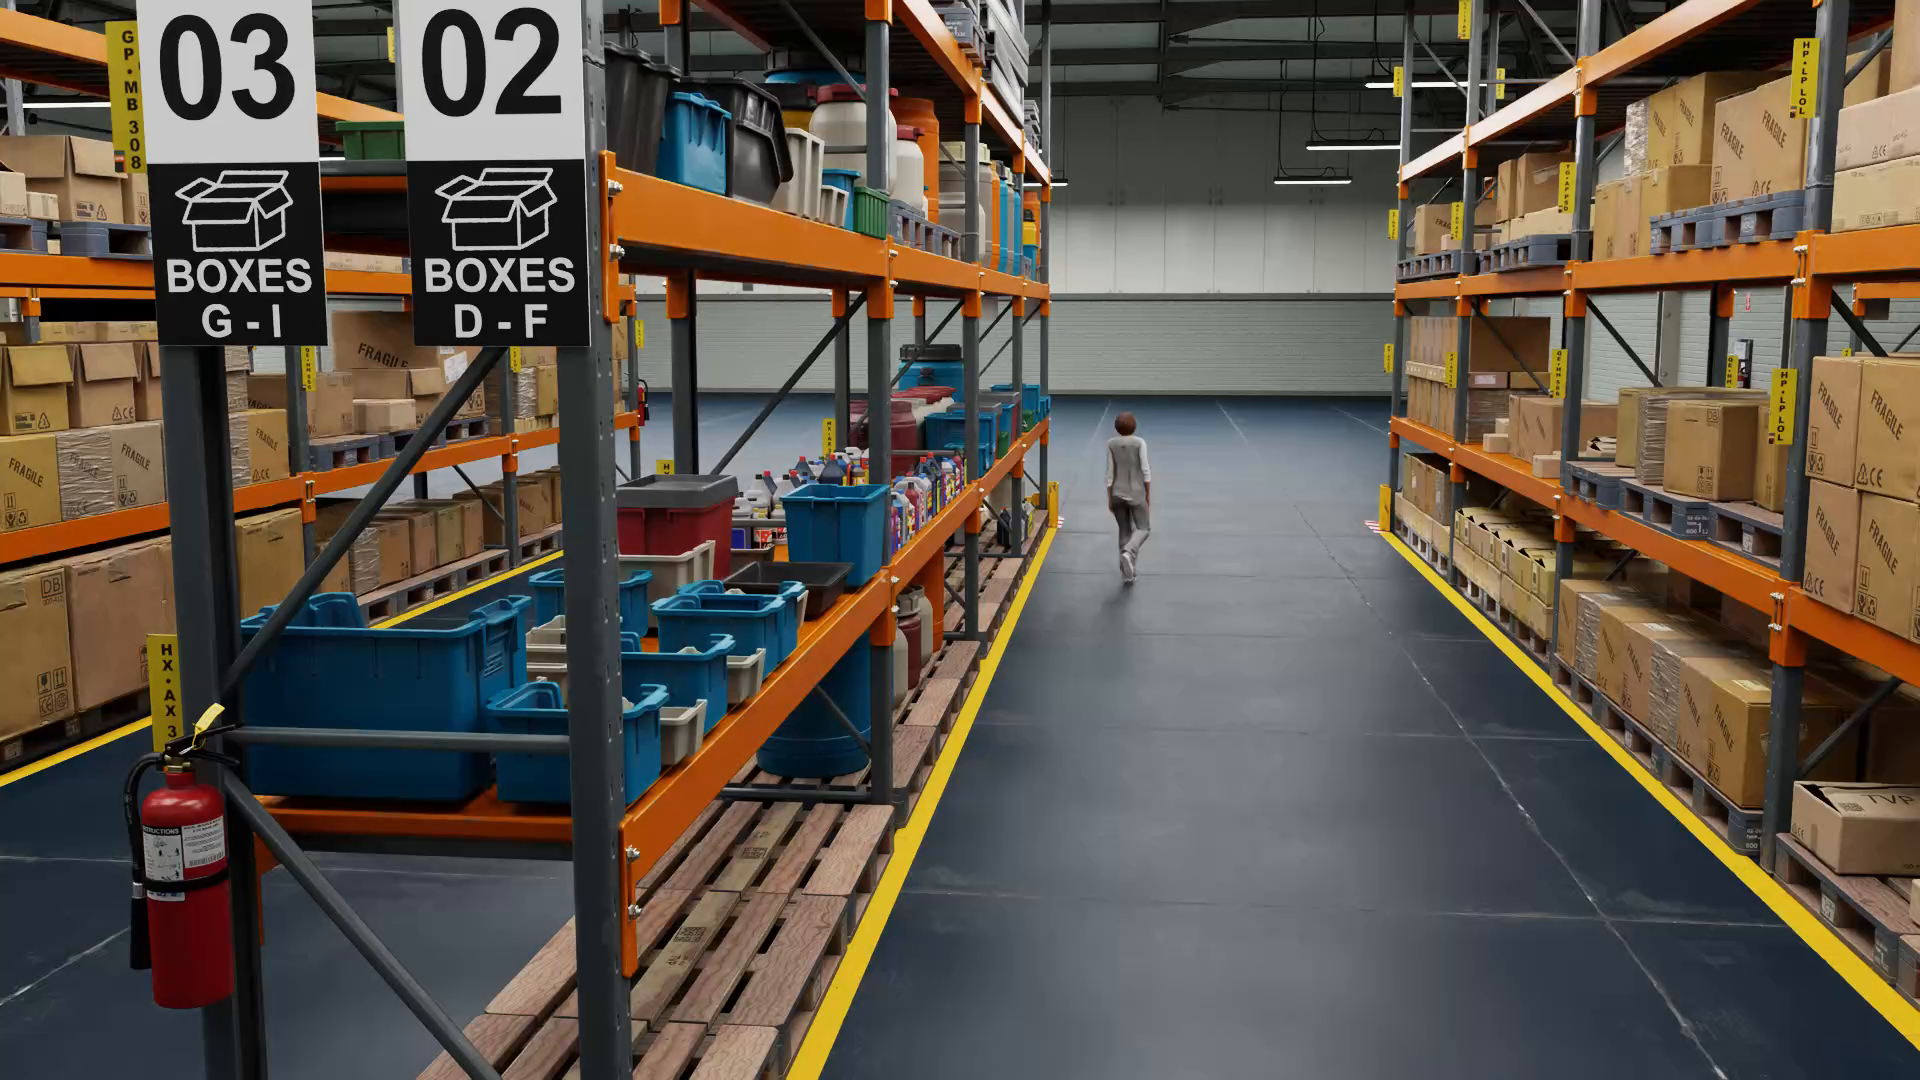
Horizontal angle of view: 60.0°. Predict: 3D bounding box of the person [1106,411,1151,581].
[{"bbox_3d":[1.520,-0.384,15.152,0.410,1.583,0.614,3,8,24],"label":"person"}]
